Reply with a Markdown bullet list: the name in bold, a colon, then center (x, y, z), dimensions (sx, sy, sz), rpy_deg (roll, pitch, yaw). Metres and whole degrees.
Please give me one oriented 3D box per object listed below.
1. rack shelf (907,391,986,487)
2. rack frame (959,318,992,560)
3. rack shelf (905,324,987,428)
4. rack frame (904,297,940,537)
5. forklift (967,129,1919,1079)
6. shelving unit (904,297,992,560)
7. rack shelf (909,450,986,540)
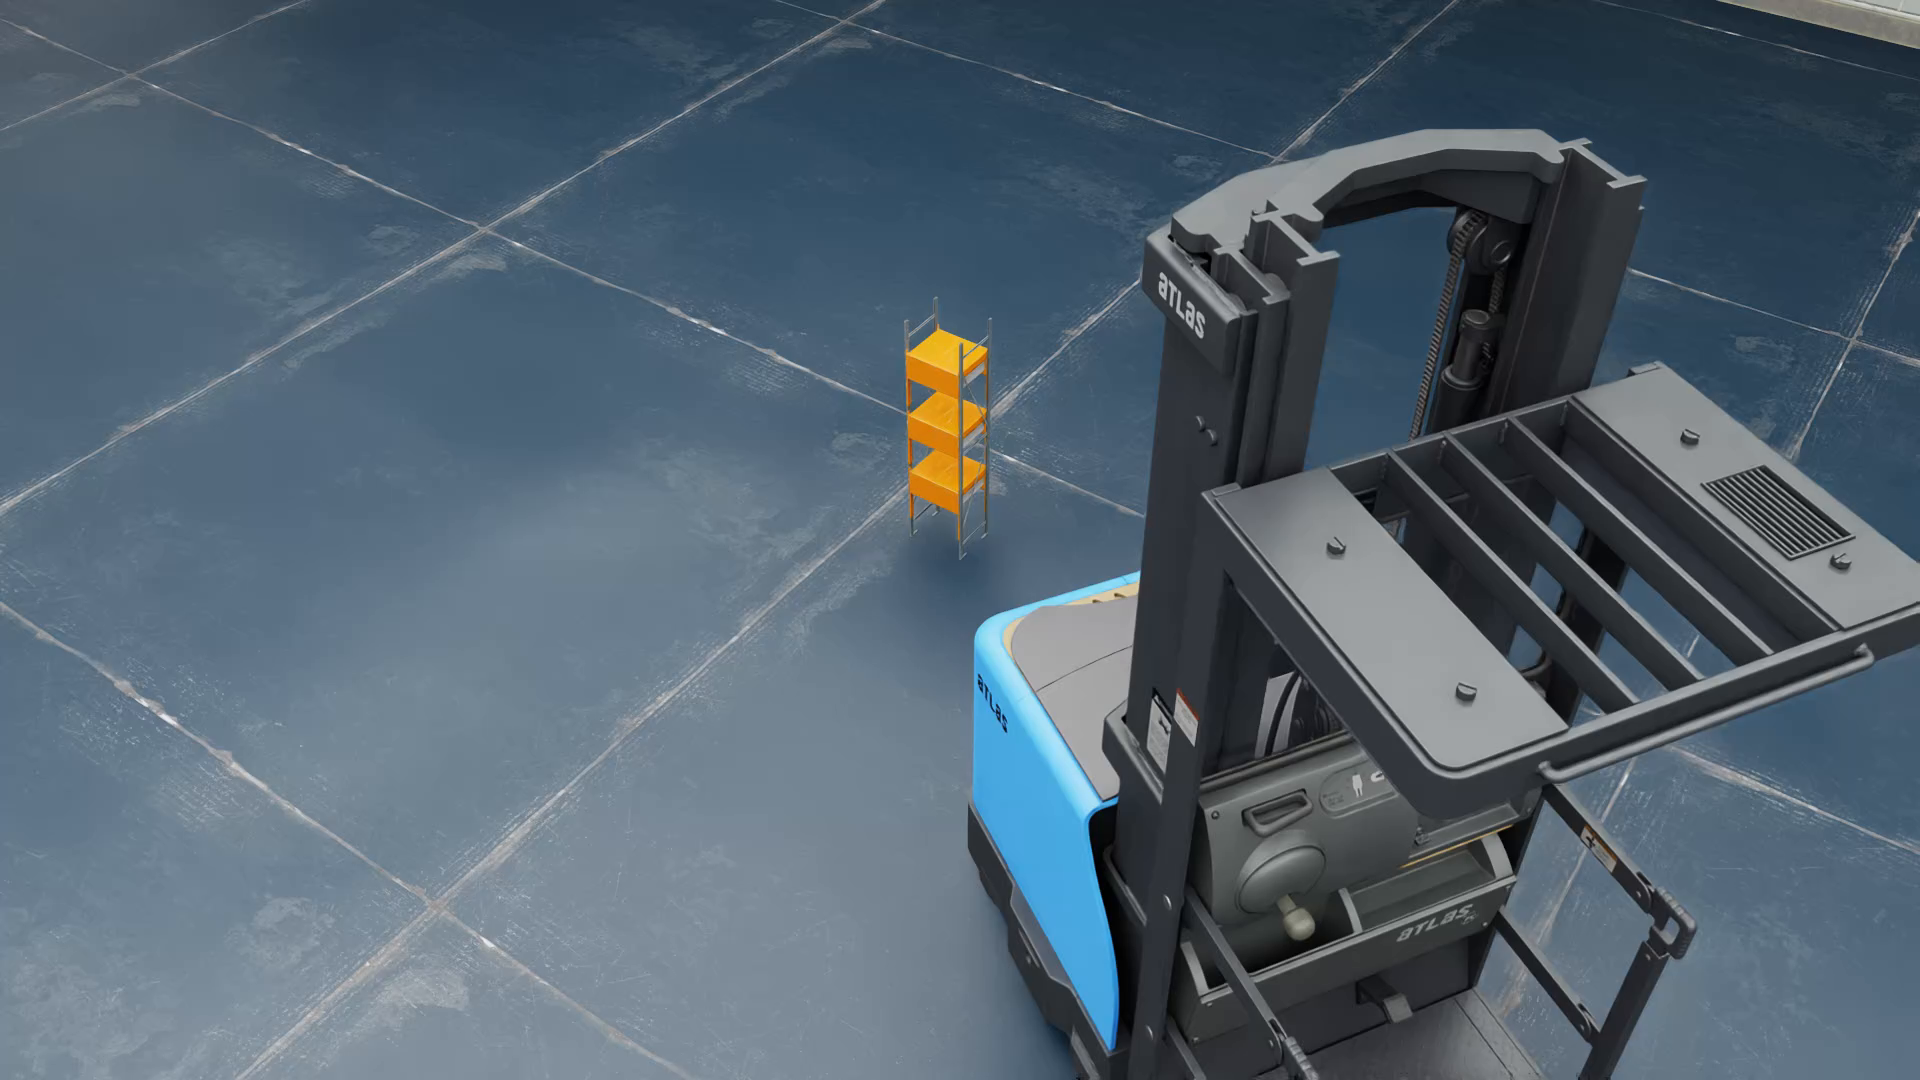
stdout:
- **rack shelf**: center (-0.044, -0.404, 6.430), dimensions (0.240, 0.259, 0.215), rpy_deg (25, 48, 25)
- **rack frame**: center (0.056, -0.365, 6.371), dimensions (0.008, 1.050, 0.200), rpy_deg (25, 48, 25)
- **rack shelf**: center (-0.044, -0.615, 6.241), dimensions (0.240, 0.259, 0.215), rpy_deg (25, 48, 25)
- **rack frame**: center (-0.144, -0.458, 6.475), dimensions (0.008, 1.050, 0.200), rpy_deg (25, 48, 25)
- **forklift**: center (1.069, 0.721, 3.746), dimensions (1.130, 2.935, 3.031), rpy_deg (-16, 44, -17)
- **shelving unit**: center (-0.044, -0.412, 6.423), dimensions (0.252, 1.050, 0.215), rpy_deg (25, 48, 25)
- **rack shelf**: center (-0.044, -0.197, 6.615), dimensions (0.240, 0.259, 0.215), rpy_deg (25, 48, 25)
